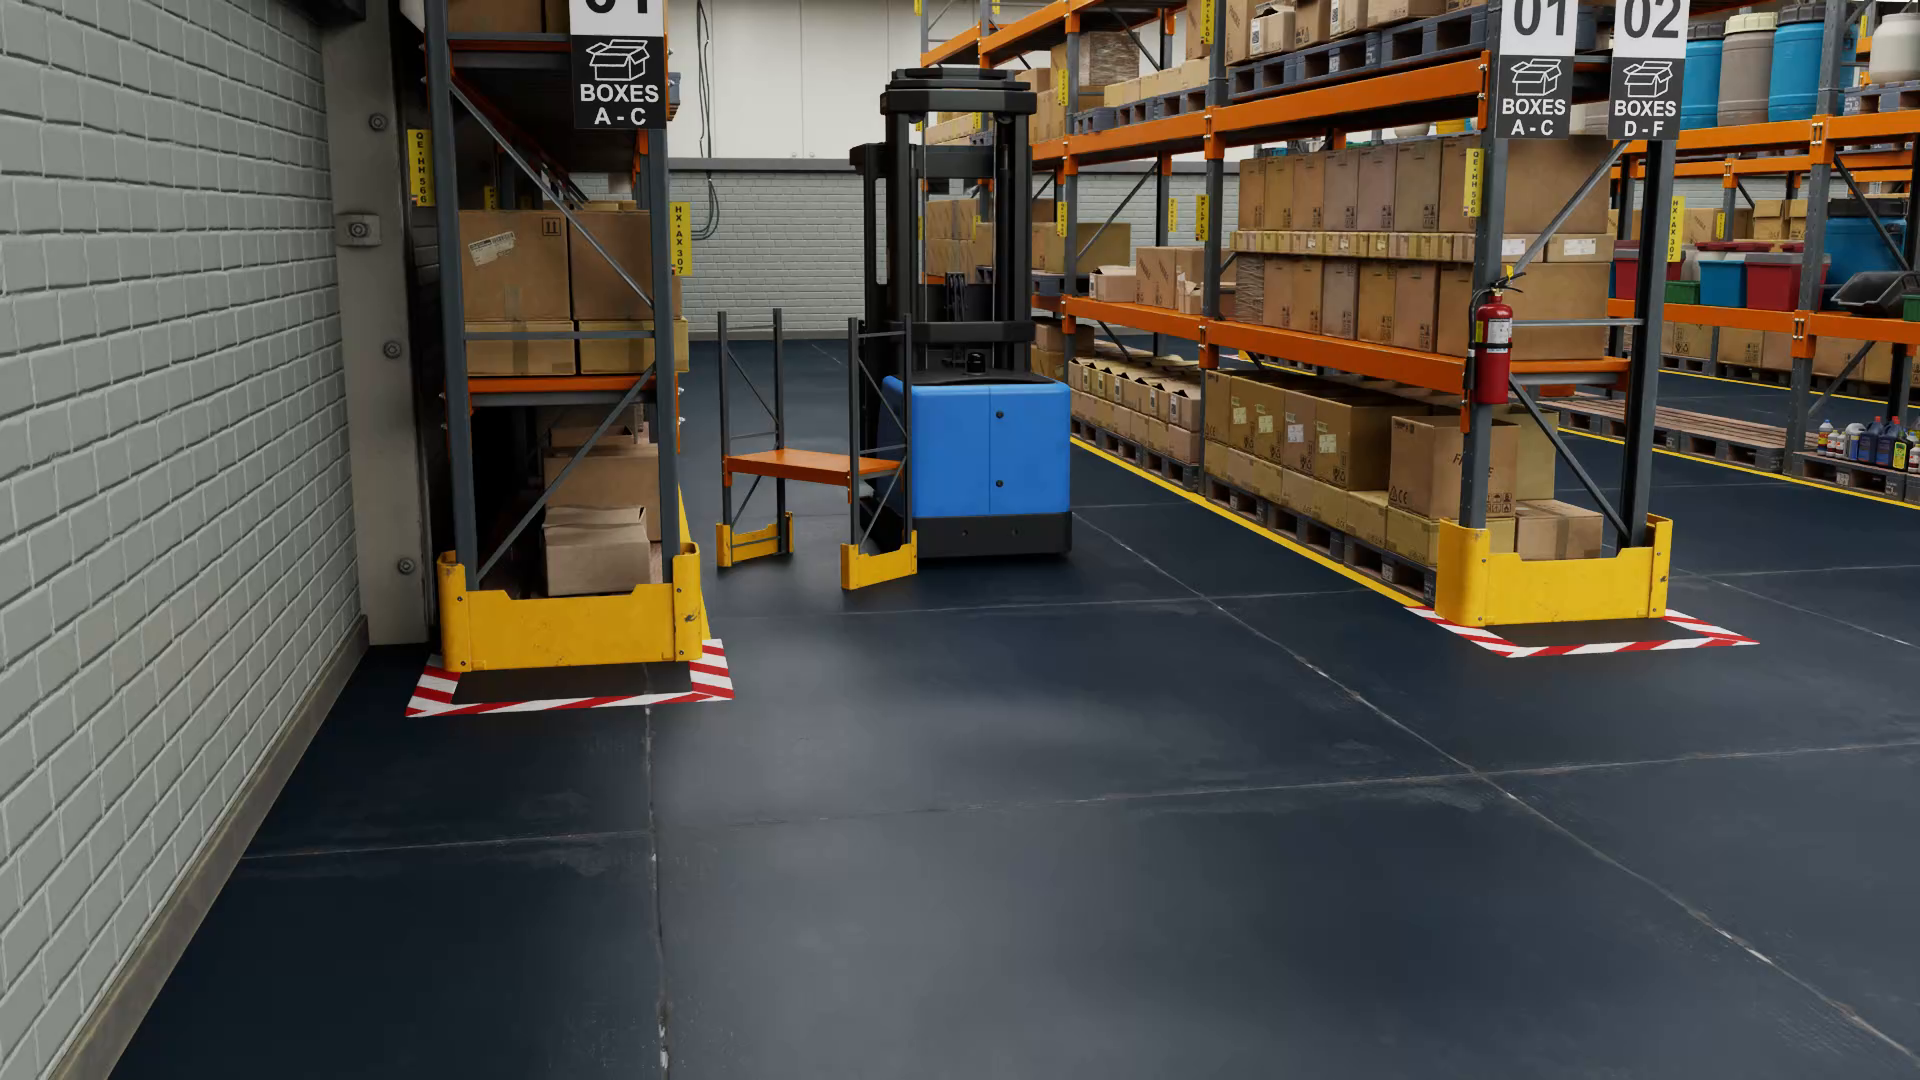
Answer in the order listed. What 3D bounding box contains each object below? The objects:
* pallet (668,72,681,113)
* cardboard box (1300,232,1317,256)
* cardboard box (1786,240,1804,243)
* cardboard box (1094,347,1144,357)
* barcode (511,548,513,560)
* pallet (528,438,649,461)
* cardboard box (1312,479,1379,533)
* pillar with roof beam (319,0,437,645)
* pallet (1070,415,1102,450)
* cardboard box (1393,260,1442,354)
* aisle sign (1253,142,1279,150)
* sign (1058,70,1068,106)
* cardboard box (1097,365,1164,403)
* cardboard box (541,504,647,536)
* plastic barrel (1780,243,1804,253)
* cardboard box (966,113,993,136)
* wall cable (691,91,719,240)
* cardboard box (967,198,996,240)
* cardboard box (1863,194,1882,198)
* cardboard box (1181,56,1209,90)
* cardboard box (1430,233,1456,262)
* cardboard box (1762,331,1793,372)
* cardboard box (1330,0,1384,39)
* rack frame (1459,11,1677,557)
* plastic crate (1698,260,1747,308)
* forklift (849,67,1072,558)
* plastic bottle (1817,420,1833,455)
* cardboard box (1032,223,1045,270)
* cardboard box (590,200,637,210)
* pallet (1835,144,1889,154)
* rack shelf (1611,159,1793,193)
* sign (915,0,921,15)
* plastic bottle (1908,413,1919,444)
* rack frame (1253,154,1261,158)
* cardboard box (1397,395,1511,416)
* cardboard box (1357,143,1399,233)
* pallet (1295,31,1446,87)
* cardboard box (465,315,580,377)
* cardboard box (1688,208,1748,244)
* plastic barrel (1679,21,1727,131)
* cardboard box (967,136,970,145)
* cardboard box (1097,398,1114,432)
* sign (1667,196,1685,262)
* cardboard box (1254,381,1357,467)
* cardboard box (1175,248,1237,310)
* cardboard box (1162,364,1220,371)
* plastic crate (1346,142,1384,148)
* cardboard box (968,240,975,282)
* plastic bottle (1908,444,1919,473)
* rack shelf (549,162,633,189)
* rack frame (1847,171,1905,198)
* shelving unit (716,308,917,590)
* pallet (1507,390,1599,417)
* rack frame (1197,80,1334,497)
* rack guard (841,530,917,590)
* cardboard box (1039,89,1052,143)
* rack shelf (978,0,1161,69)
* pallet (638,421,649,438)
[{"bbox_3d":[-2.585,-3.142,11.662,1.213,0.211,1.003,-2,11,-11],"label":"pallet"},{"bbox_3d":[2.405,-1.900,10.653,0.380,0.149,0.250,-2,11,-13],"label":"cardboard box"},{"bbox_3d":[10.490,-3.423,20.391,0.500,0.500,0.500,-2,11,-12],"label":"cardboard box"},{"bbox_3d":[1.595,-1.736,17.303,0.500,0.500,0.500,-3,11,-13],"label":"cardboard box"},{"bbox_3d":[-2.234,0.071,8.290,0.001,0.075,0.075,-2,11,-11],"label":"barcode"},{"bbox_3d":[-2.963,-0.641,13.498,1.003,0.211,1.213,-2,11,-11],"label":"pallet"},{"bbox_3d":[2.464,-0.217,10.044,0.500,0.250,0.500,-2,11,-11],"label":"cardboard box"},{"bbox_3d":[1.446,-4.111,8.226,9.100,9.000,0.400,-2,11,-11],"label":"pillar with roof beam"},{"bbox_3d":[1.632,-1.036,15.574,1.003,0.211,1.213,-2,11,-11],"label":"pallet"},{"bbox_3d":[2.881,-1.322,9.353,0.700,0.500,0.500,-2,11,-10],"label":"cardboard box"},{"bbox_3d":[4.509,-5.484,24.535,0.394,0.787,0.004,-2,11,-11],"label":"aisle sign"},{"bbox_3d":[0.978,-4.266,15.684,0.100,0.325,0.005,-2,11,-11],"label":"sign"},{"bbox_3d":[1.532,-1.393,14.722,0.500,0.311,0.500,-2,11,-13],"label":"cardboard box"},{"bbox_3d":[-1.949,-0.040,8.899,0.500,0.311,0.500,-1,11,-6],"label":"cardboard box"},{"bbox_3d":[7.177,-2.254,14.154,0.433,0.535,0.433,0,11,0],"label":"plastic barrel"},{"bbox_3d":[0.372,-5.016,20.072,0.500,0.250,0.500,-2,11,-11],"label":"cardboard box"},{"bbox_3d":[-5.653,-6.317,28.121,3.097,2.526,0.112,-2,11,-11],"label":"wall cable"},{"bbox_3d":[0.380,-3.915,20.303,0.500,0.500,0.500,-2,11,-11],"label":"cardboard box"},{"bbox_3d":[14.384,-5.141,25.948,0.500,0.500,0.500,-2,11,-11],"label":"cardboard box"},{"bbox_3d":[2.069,-3.645,13.078,0.500,0.250,0.500,-3,11,-17],"label":"cardboard box"},{"bbox_3d":[2.753,-1.570,8.919,0.380,0.149,0.250,-2,11,-10],"label":"cardboard box"},{"bbox_3d":[10.769,-2.533,20.543,1.225,0.875,0.875,-3,11,-13],"label":"cardboard box"},{"bbox_3d":[2.476,-3.099,9.676,0.500,0.311,0.500,-1,11,-4],"label":"cardboard box"},{"bbox_3d":[3.067,-1.091,8.405,1.000,3.000,0.127,-2,11,-11],"label":"rack frame"},{"bbox_3d":[6.628,-2.187,14.207,0.392,0.384,0.575,-2,11,-11],"label":"plastic crate"},{"bbox_3d":[-0.126,-1.555,11.029,1.130,2.935,3.031,-2,11,-11],"label":"forklift"},{"bbox_3d":[6.780,-0.805,13.026,0.097,0.271,0.097,0,11,0],"label":"plastic bottle"},{"bbox_3d":[1.137,-3.225,18.229,0.700,0.500,0.500,-5,12,-25],"label":"cardboard box"},{"bbox_3d":[-3.189,-3.049,15.569,0.500,0.250,0.500,-2,11,-10],"label":"cardboard box"},{"bbox_3d":[10.831,-4.620,19.428,1.003,0.211,1.213,-2,11,-8],"label":"pallet"},{"bbox_3d":[10.061,-5.138,23.572,1.077,0.370,4.000,-2,11,-11],"label":"rack shelf"},{"bbox_3d":[-0.578,-7.450,23.064,0.100,0.325,0.005,-2,11,-11],"label":"sign"},{"bbox_3d":[7.415,-0.806,12.816,0.144,0.351,0.185,-2,11,-11],"label":"plastic bottle"},{"bbox_3d":[4.814,-4.205,24.766,1.000,3.000,0.127,-2,11,-11],"label":"rack frame"},{"bbox_3d":[2.971,-0.604,10.073,0.500,0.500,0.500,-2,11,-11],"label":"cardboard box"},{"bbox_3d":[2.772,-2.062,9.769,0.700,0.500,0.500,-2,11,-11],"label":"cardboard box"},{"bbox_3d":[2.714,-2.876,9.997,1.003,0.211,1.213,-2,11,-11],"label":"pallet"},{"bbox_3d":[-2.073,-0.925,7.881,0.500,0.250,0.500,-2,11,-10],"label":"cardboard box"},{"bbox_3d":[10.099,-4.167,22.166,0.500,0.500,0.500,-2,11,-9],"label":"cardboard box"},{"bbox_3d":[6.582,-4.049,14.584,0.600,0.901,0.708,-2,11,-11],"label":"plastic barrel"},{"bbox_3d":[0.377,-4.771,20.120,0.500,0.250,0.500,-2,11,-11],"label":"cardboard box"},{"bbox_3d":[1.530,-1.120,14.787,0.500,0.250,0.500,-2,11,-13],"label":"cardboard box"},{"bbox_3d":[3.612,-1.574,8.417,0.100,0.325,0.005,-2,11,-11],"label":"sign"},{"bbox_3d":[2.266,-0.769,10.937,0.500,0.500,0.500,-2,11,-11],"label":"cardboard box"},{"bbox_3d":[2.053,-2.112,13.501,0.500,0.500,0.500,-1,11,-7],"label":"cardboard box"},{"bbox_3d":[2.057,-1.414,14.835,0.500,0.311,0.500,-2,11,-11],"label":"cardboard box"},{"bbox_3d":[5.213,-4.907,21.001,0.450,0.188,0.662,-2,11,-11],"label":"plastic crate"},{"bbox_3d":[0.384,-3.423,20.392,0.500,0.500,0.500,-2,11,-10],"label":"cardboard box"},{"bbox_3d":[6.967,-0.595,12.107,0.097,0.201,0.097,0,11,0],"label":"plastic bottle"},{"bbox_3d":[-4.515,-4.598,20.732,1.077,0.370,4.000,-2,11,-11],"label":"rack shelf"},{"bbox_3d":[14.557,-4.547,26.562,1.000,3.000,0.127,-2,11,-11],"label":"rack frame"},{"bbox_3d":[-0.848,-0.565,9.656,1.083,1.500,0.587,8,14,37],"label":"shelving unit"},{"bbox_3d":[6.176,-1.511,18.069,1.003,0.211,1.213,-2,11,-11],"label":"pallet"},{"bbox_3d":[2.289,-1.824,12.260,1.000,3.000,0.127,-2,11,-11],"label":"rack frame"},{"bbox_3d":[-0.457,0.106,9.470,0.087,0.250,0.587,8,14,37],"label":"rack guard"},{"bbox_3d":[1.293,-4.253,16.730,0.910,0.500,0.500,-2,11,-11],"label":"cardboard box"},{"bbox_3d":[1.122,-5.322,17.585,1.077,0.370,4.000,-2,11,-11],"label":"rack shelf"},{"bbox_3d":[-3.197,-0.864,14.671,1.003,0.211,1.213,-2,11,-11],"label":"pallet"}]
